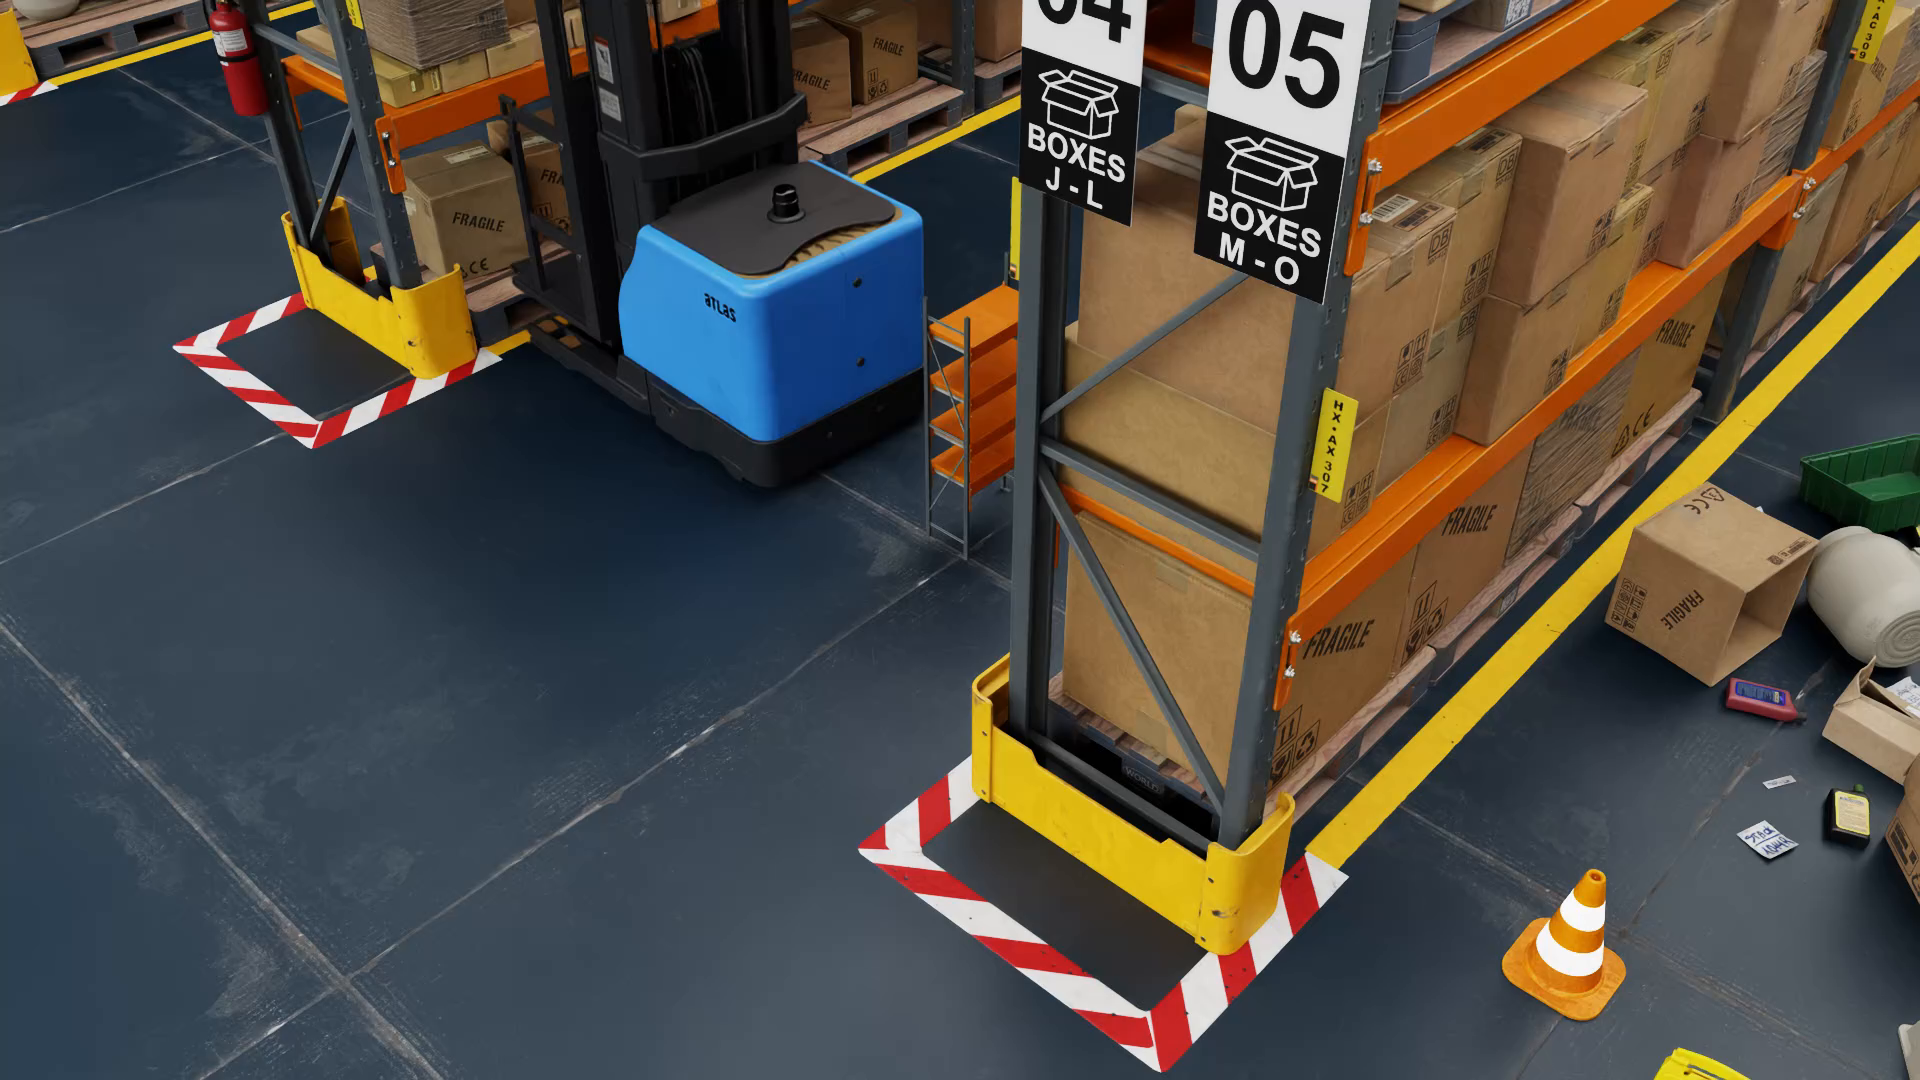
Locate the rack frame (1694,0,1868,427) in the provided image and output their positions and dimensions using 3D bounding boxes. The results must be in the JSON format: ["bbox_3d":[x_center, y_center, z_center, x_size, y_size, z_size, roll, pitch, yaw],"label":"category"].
[{"bbox_3d":[3.278,-1.951,7.294,1.000,3.000,0.127,30,47,32],"label":"rack frame"}]

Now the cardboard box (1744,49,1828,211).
[{"bbox_3d":[3.038,-1.836,7.028,0.875,0.550,0.550,30,47,32],"label":"cardboard box"}]

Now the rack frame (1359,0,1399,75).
[{"bbox_3d":[0.579,-2.462,3.116,1.000,3.000,0.127,30,47,32],"label":"rack frame"}]

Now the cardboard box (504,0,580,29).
[{"bbox_3d":[-2.374,-2.920,8.192,0.875,0.500,0.500,30,47,32],"label":"cardboard box"}]

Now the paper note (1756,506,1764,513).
[{"bbox_3d":[3.493,-0.100,7.351,0.147,0.020,0.142,2,39,2],"label":"paper note"}]

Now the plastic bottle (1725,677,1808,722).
[{"bbox_3d":[3.113,0.623,6.417,0.283,0.061,0.133,14,41,17],"label":"plastic bottle"}]

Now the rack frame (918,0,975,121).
[{"bbox_3d":[-0.315,-4.080,9.972,1.000,3.000,0.127,30,47,32],"label":"rack frame"}]

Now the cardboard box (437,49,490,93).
[{"bbox_3d":[-2.463,-2.282,7.912,0.380,0.149,0.250,30,47,32],"label":"cardboard box"}]

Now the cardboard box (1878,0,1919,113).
[{"bbox_3d":[4.171,-2.351,7.717,0.500,0.500,0.500,30,47,32],"label":"cardboard box"}]

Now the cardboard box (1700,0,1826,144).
[{"bbox_3d":[2.718,-1.976,6.337,0.875,0.550,0.550,30,47,32],"label":"cardboard box"}]

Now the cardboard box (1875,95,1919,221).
[{"bbox_3d":[4.912,-2.428,9.363,1.050,0.750,0.750,30,48,32],"label":"cardboard box"}]

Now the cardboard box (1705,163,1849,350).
[{"bbox_3d":[3.630,-1.558,8.270,1.050,0.750,0.750,29,47,32],"label":"cardboard box"}]

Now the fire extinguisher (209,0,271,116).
[{"bbox_3d":[-3.431,-2.353,7.862,0.296,0.674,0.183,30,47,32],"label":"fire extinguisher"}]

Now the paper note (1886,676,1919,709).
[{"bbox_3d":[3.712,0.606,6.470,0.155,0.023,0.172,-18,42,-21],"label":"paper note"}]

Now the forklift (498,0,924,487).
[{"bbox_3d":[-1.532,-2.203,7.666,1.130,2.935,3.031,-31,48,-33],"label":"forklift"}]

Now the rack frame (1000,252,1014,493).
[{"bbox_3d":[0.276,-0.658,7.113,0.240,1.200,0.015,30,47,32],"label":"rack frame"}]

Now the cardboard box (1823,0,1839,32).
[{"bbox_3d":[3.608,-2.612,7.242,0.700,0.500,0.500,29,47,31],"label":"cardboard box"}]

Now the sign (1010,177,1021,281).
[{"bbox_3d":[0.188,-0.894,4.843,0.100,0.325,0.005,30,47,32],"label":"sign"}]

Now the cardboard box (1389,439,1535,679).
[{"bbox_3d":[1.580,-0.191,6.450,0.875,0.875,0.875,29,47,31],"label":"cardboard box"}]

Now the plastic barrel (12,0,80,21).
[{"bbox_3d":[-6.282,-3.848,11.340,0.421,0.512,0.421,0,38,0],"label":"plastic barrel"}]

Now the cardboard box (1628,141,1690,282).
[{"bbox_3d":[2.232,-1.375,6.448,0.875,0.550,0.550,30,47,32],"label":"cardboard box"}]

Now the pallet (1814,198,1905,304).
[{"bbox_3d":[4.566,-1.809,9.356,1.003,0.211,1.213,30,47,32],"label":"pallet"}]

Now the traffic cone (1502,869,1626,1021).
[{"bbox_3d":[1.986,1.231,5.330,0.336,0.463,0.334,30,47,32],"label":"traffic cone"}]

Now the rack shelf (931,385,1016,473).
[{"bbox_3d":[0.112,-0.493,7.014,0.258,0.148,0.480,30,47,32],"label":"rack shelf"}]

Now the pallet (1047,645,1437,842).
[{"bbox_3d":[1.061,0.578,6.354,1.003,0.211,1.213,30,47,32],"label":"pallet"}]

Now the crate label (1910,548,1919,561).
[{"bbox_3d":[4.009,0.149,6.953,0.298,0.136,0.250,2,39,2],"label":"crate label"}]

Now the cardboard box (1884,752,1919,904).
[{"bbox_3d":[3.617,1.025,5.556,0.797,0.503,0.637,2,39,2],"label":"cardboard box"}]

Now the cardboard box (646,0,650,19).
[{"bbox_3d":[-1.807,-2.752,8.503,0.380,0.149,0.250,30,47,32],"label":"cardboard box"}]

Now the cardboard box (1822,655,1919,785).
[{"bbox_3d":[3.478,0.682,6.179,0.258,0.266,0.396,-26,45,-29],"label":"cardboard box"}]

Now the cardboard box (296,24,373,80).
[{"bbox_3d":[-2.974,-2.362,8.012,0.380,0.149,0.250,30,47,32],"label":"cardboard box"}]

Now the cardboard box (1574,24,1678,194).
[{"bbox_3d":[1.901,-1.539,5.787,0.875,0.550,0.500,30,47,32],"label":"cardboard box"}]

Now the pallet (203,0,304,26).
[{"bbox_3d":[-5.278,-4.215,12.381,1.003,0.211,1.213,30,47,32],"label":"pallet"}]

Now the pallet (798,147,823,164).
[{"bbox_3d":[-1.565,-2.103,9.725,1.003,0.211,1.213,30,47,32],"label":"pallet"}]

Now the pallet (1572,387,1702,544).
[{"bbox_3d":[2.707,-0.543,7.764,1.003,0.211,1.213,30,47,32],"label":"pallet"}]

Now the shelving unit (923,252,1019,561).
[{"bbox_3d":[0.112,-0.546,6.972,0.258,1.200,0.503,30,47,32],"label":"shelving unit"}]

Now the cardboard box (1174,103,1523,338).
[{"bbox_3d":[1.161,-1.041,5.161,0.875,0.550,0.550,30,47,32],"label":"cardboard box"}]

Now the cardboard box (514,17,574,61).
[{"bbox_3d":[-2.130,-2.514,8.204,0.380,0.149,0.250,30,47,32],"label":"cardboard box"}]

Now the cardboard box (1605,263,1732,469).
[{"bbox_3d":[2.802,-1.025,7.498,0.875,0.875,0.875,30,48,32],"label":"cardboard box"}]

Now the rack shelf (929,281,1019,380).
[{"bbox_3d":[0.112,-0.853,6.728,0.258,0.148,0.480,30,47,32],"label":"rack shelf"}]

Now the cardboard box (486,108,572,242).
[{"bbox_3d":[-2.202,-1.998,9.023,0.500,0.500,0.500,-22,43,-25],"label":"cardboard box"}]

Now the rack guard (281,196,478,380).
[{"bbox_3d":[-2.963,-1.299,8.482,1.175,0.500,0.348,30,47,32],"label":"rack guard"}]

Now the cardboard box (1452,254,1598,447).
[{"bbox_3d":[1.621,-0.828,5.761,0.875,0.550,0.550,30,47,32],"label":"cardboard box"}]

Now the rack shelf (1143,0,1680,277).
[{"bbox_3d":[1.928,-1.925,5.429,1.077,0.370,4.000,30,47,32],"label":"rack shelf"}]

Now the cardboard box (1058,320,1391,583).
[{"bbox_3d":[0.796,-0.362,5.175,0.875,0.550,0.550,30,47,32],"label":"cardboard box"}]

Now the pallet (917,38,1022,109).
[{"bbox_3d":[0.209,-3.347,11.290,1.003,0.211,1.213,30,47,32],"label":"pallet"}]

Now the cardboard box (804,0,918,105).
[{"bbox_3d":[-0.615,-3.100,10.409,0.500,0.500,0.500,28,46,31],"label":"cardboard box"}]

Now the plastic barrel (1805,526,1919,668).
[{"bbox_3d":[3.645,0.222,6.630,0.421,0.421,0.512,-5,39,-6],"label":"plastic barrel"}]

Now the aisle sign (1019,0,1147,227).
[{"bbox_3d":[0.310,-1.225,4.291,0.394,0.787,0.004,30,47,32],"label":"aisle sign"}]

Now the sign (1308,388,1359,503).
[{"bbox_3d":[0.985,-0.248,4.392,0.100,0.325,0.005,30,47,32],"label":"sign"}]

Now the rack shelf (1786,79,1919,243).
[{"bbox_3d":[4.627,-2.589,8.673,1.077,0.370,4.000,30,47,32],"label":"rack shelf"}]
